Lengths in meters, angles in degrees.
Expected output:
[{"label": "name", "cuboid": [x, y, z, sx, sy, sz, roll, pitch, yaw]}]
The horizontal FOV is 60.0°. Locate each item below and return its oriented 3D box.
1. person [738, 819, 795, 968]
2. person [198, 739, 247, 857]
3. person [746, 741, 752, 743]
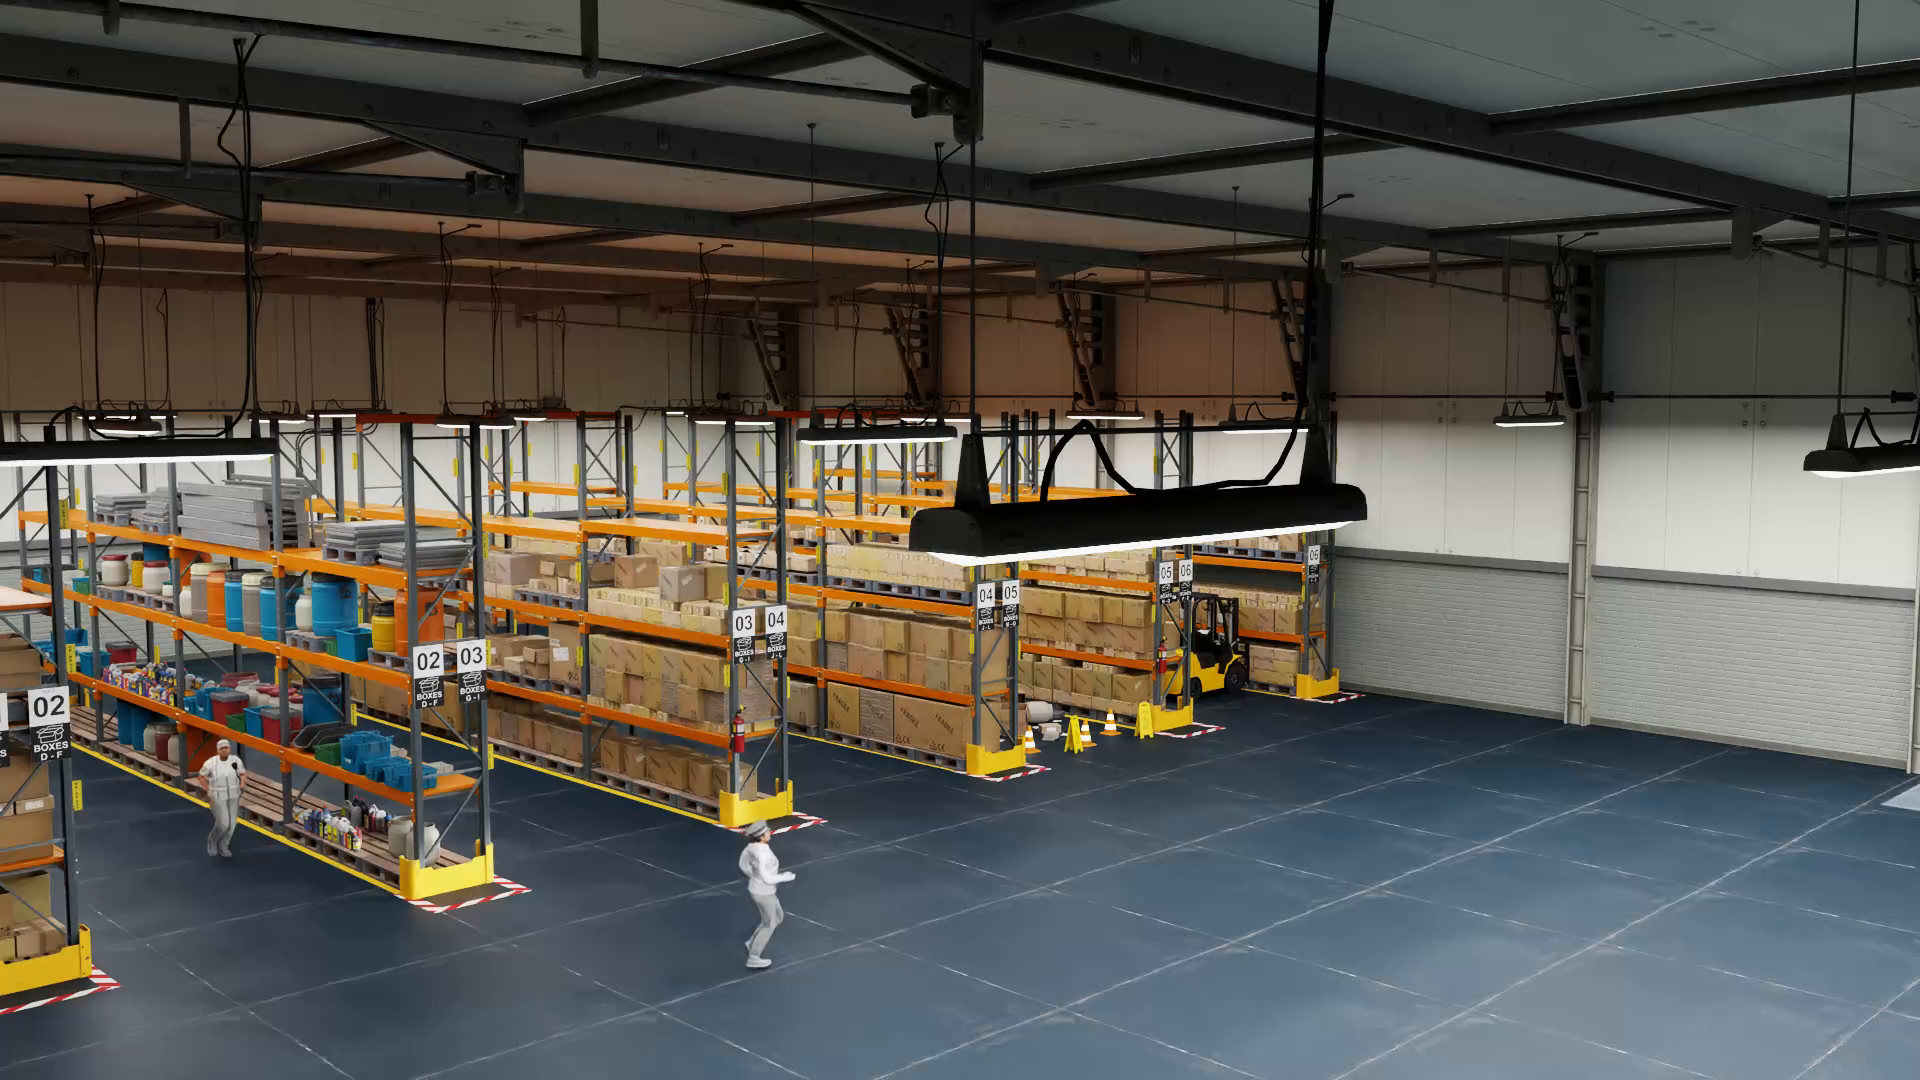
[{"label": "person", "cuboid": [-2.124, 3.895, 18.421, 0.554, 1.650, 0.602, -2, 5, -22]}, {"label": "person", "cuboid": [-10.039, 3.537, 22.761, 0.588, 1.634, 0.574, -4, 7, -42]}, {"label": "person", "cuboid": [-4.177, 2.828, 30.244, 0.958, 1.667, 0.617, 3, 6, 34]}]
